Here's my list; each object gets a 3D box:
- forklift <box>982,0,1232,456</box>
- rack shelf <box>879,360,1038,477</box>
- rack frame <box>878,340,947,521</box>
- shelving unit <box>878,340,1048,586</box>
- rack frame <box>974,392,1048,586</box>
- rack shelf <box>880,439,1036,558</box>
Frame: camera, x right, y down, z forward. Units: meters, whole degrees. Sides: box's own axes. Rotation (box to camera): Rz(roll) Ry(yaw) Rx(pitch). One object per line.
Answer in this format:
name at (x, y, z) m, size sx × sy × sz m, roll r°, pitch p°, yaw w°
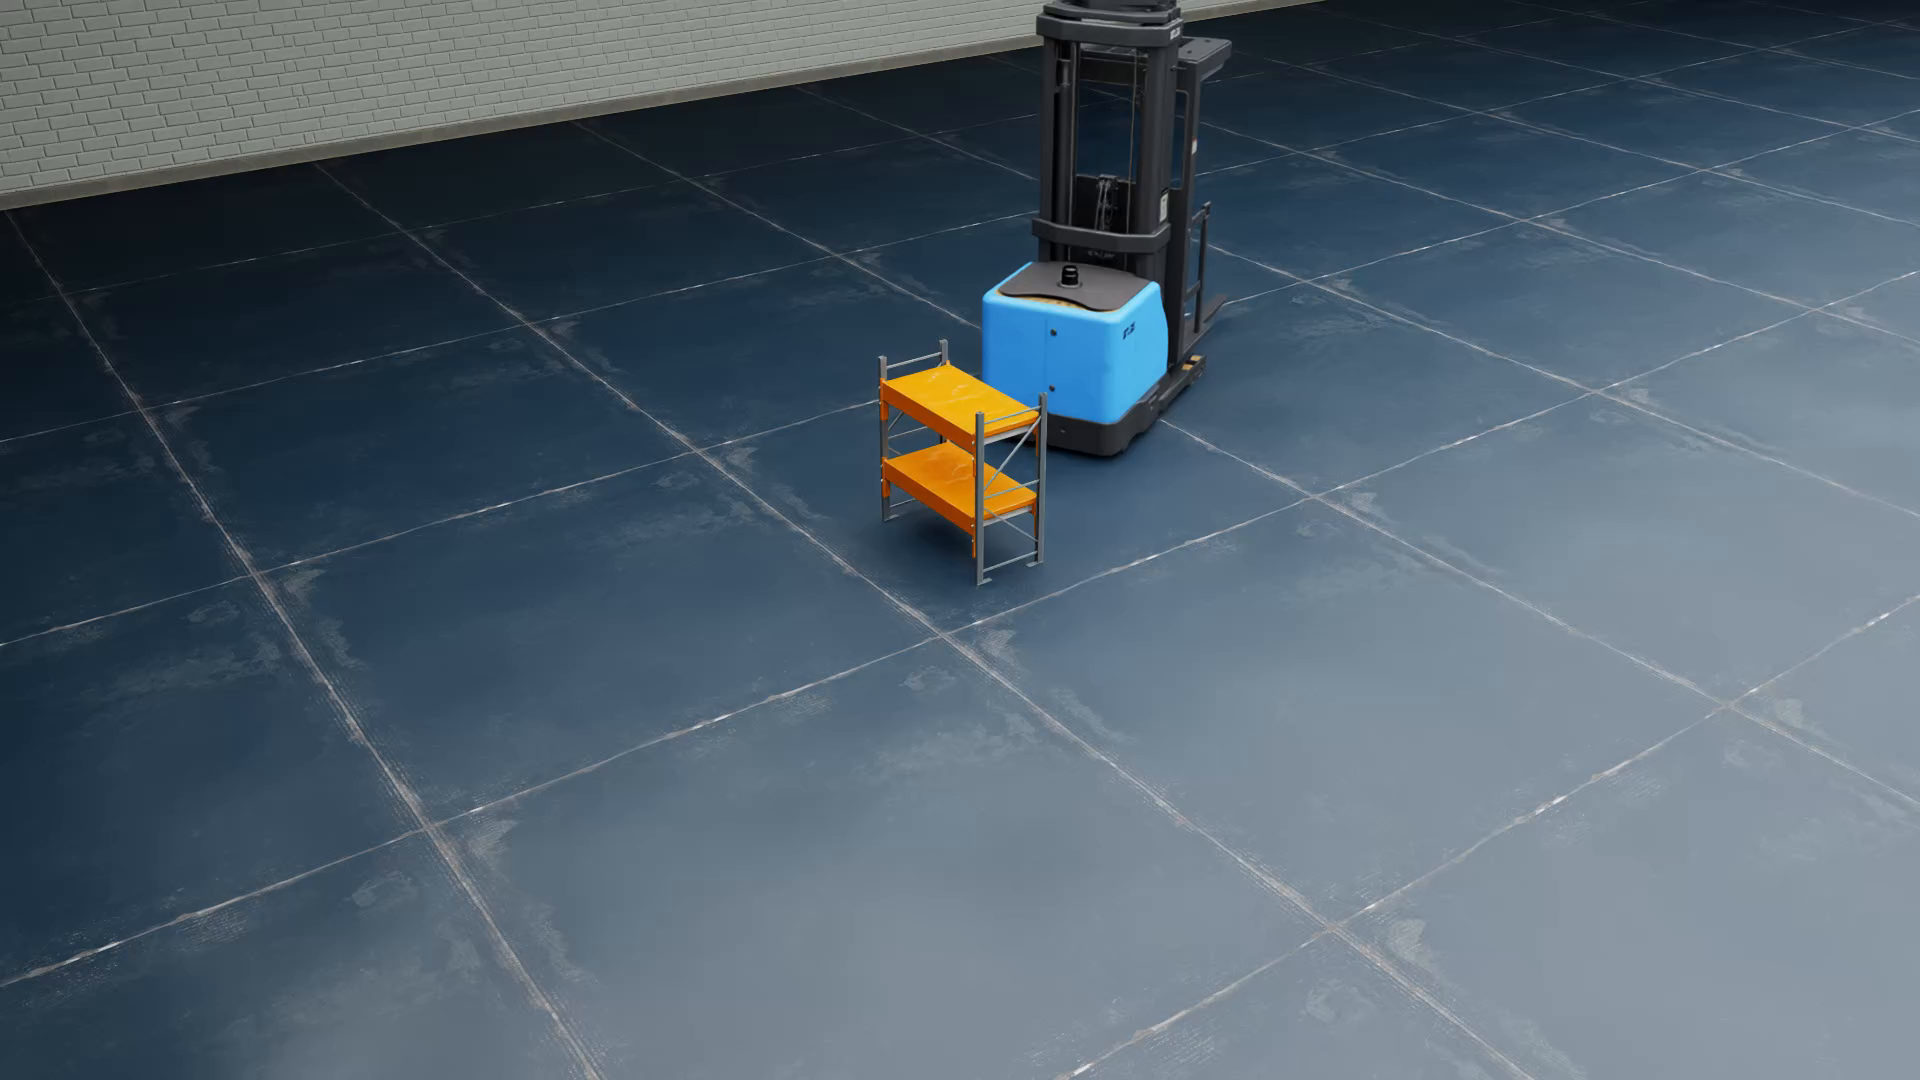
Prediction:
forklift at (1.242, -2.542, 12.085) m, size 1.130 × 2.935 × 3.031 m, roll 13°, pitch 31°, yaw 23°
rack shelf at (0.004, -0.749, 10.064) m, size 0.538 × 0.278 × 1.000 m, roll -19°, pitch 34°, yaw -31°
rack frame at (-0.291, -0.689, 10.567) m, size 0.500 × 1.125 × 0.032 m, roll -19°, pitch 34°, yaw -31°
shelving unit at (0.004, -0.492, 10.203) m, size 0.538 × 1.125 × 1.048 m, roll -19°, pitch 34°, yaw -31°
rack frame at (0.299, -0.294, 9.839) m, size 0.500 × 1.125 × 0.032 m, roll -19°, pitch 34°, yaw -31°
rack shelf at (0.004, -0.277, 10.320) m, size 0.538 × 0.278 × 1.000 m, roll -19°, pitch 34°, yaw -31°
